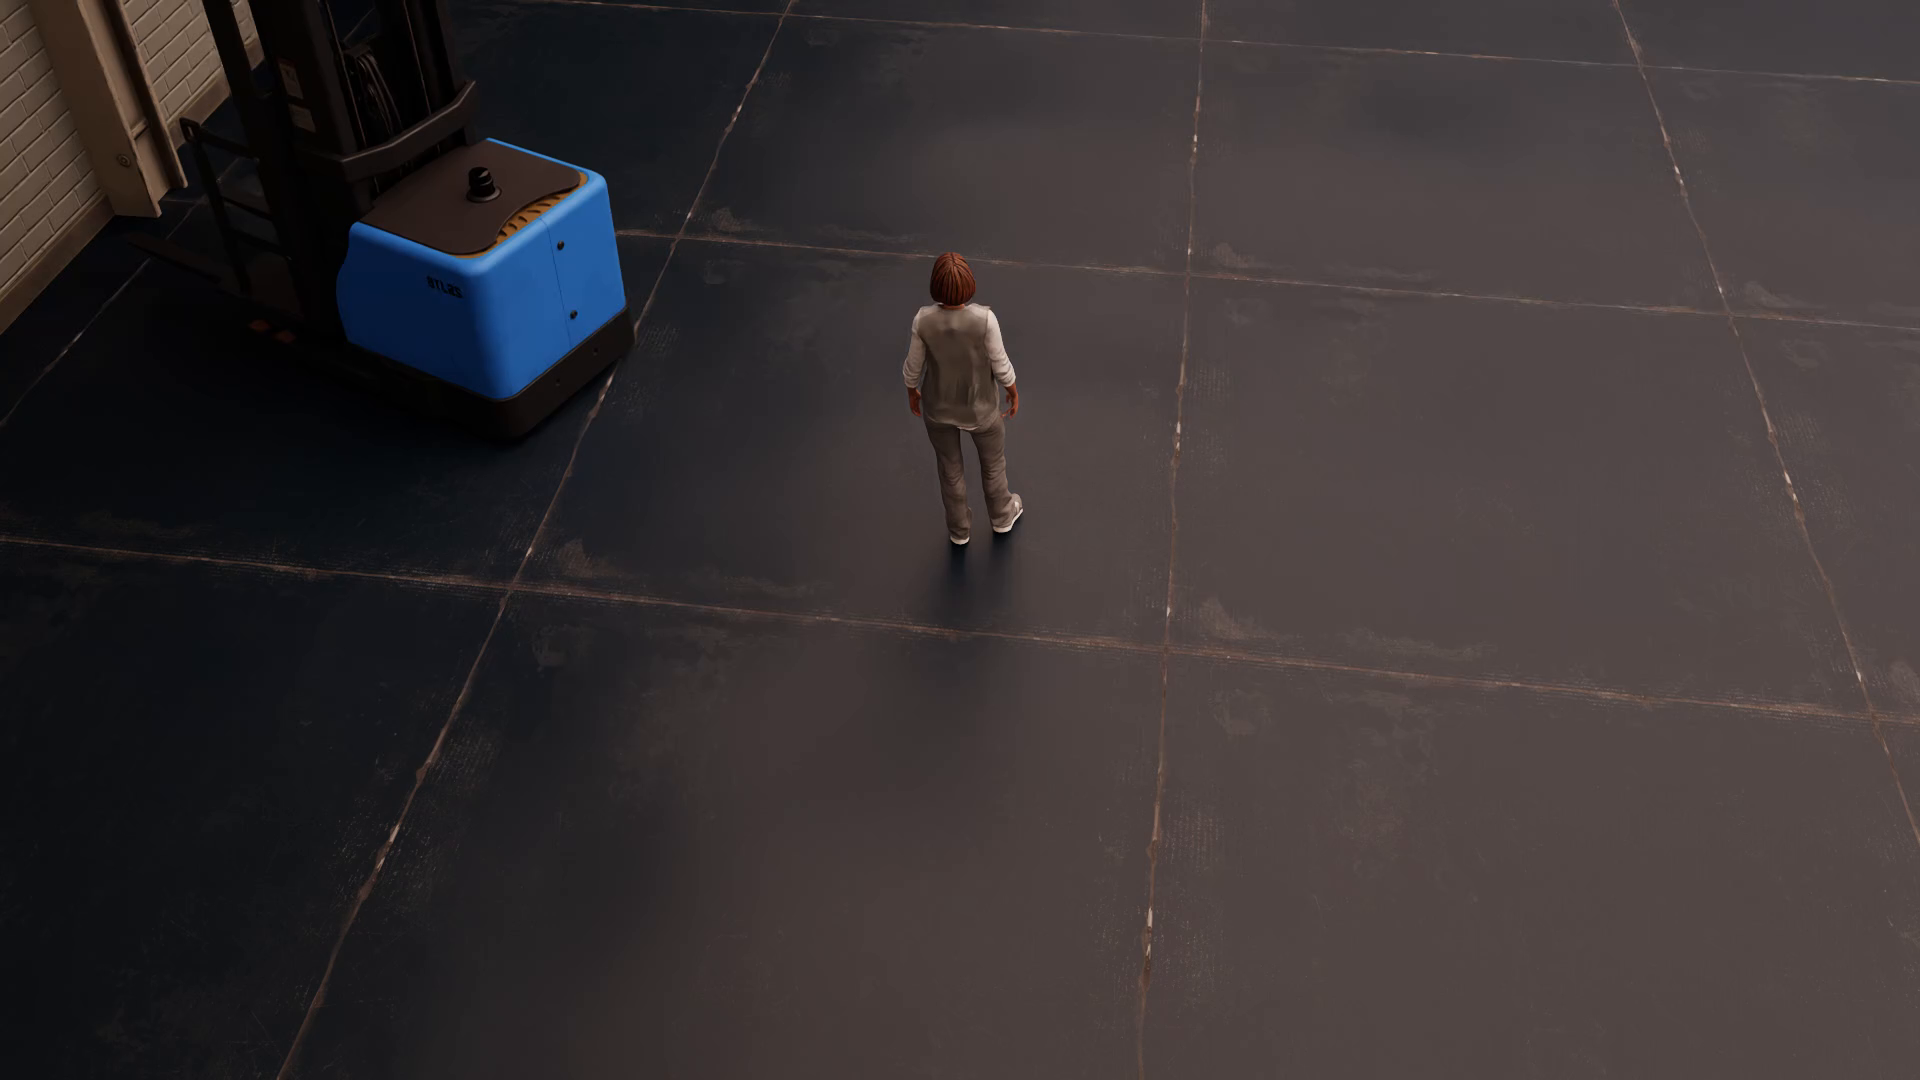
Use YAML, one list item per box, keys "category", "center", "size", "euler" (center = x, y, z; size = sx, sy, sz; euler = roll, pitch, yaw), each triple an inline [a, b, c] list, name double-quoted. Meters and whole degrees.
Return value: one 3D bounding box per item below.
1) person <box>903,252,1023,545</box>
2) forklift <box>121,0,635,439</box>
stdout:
- category: "person"
  center: [0.024, -0.641, 7.398]
  size: [0.521, 1.596, 0.475]
  euler: [5, 43, 6]
- category: "forklift"
  center: [-3.286, -2.324, 8.254]
  size: [3.031, 2.935, 1.130]
  euler: [21, 47, 21]
